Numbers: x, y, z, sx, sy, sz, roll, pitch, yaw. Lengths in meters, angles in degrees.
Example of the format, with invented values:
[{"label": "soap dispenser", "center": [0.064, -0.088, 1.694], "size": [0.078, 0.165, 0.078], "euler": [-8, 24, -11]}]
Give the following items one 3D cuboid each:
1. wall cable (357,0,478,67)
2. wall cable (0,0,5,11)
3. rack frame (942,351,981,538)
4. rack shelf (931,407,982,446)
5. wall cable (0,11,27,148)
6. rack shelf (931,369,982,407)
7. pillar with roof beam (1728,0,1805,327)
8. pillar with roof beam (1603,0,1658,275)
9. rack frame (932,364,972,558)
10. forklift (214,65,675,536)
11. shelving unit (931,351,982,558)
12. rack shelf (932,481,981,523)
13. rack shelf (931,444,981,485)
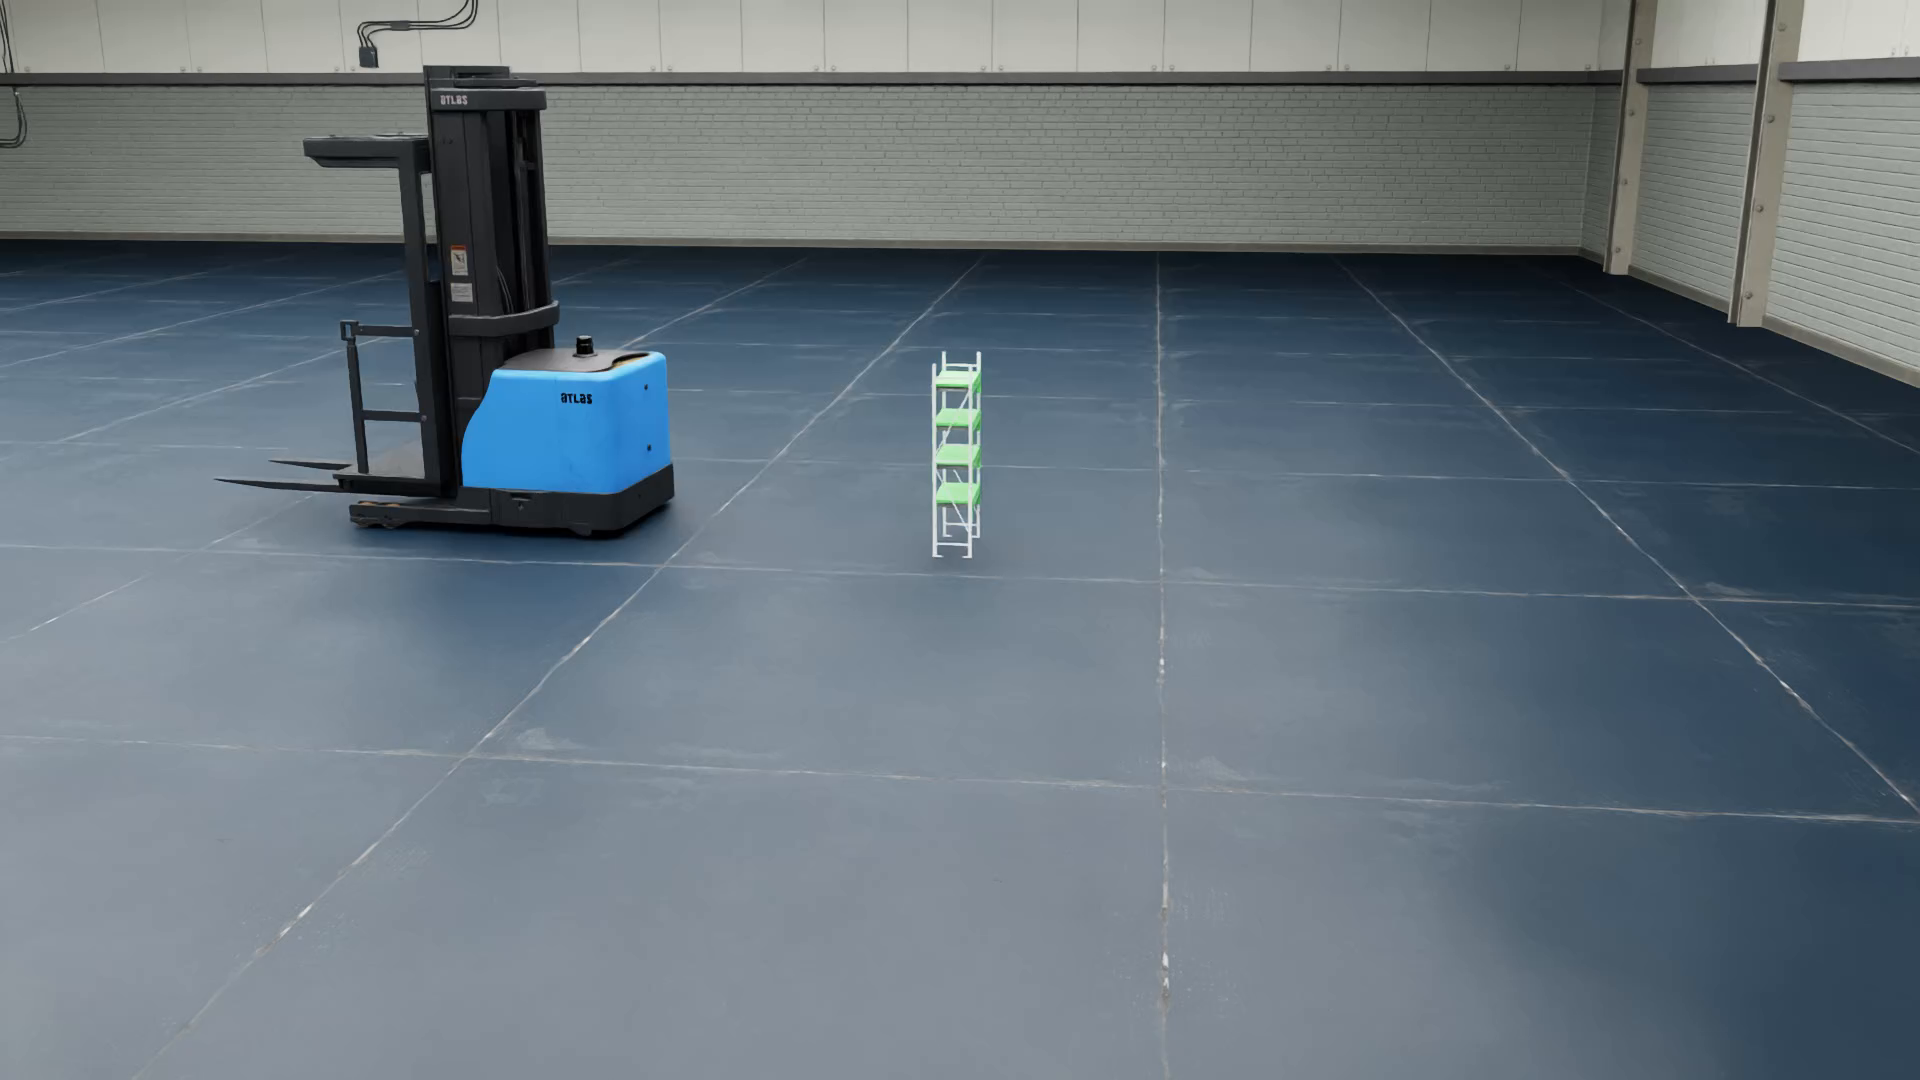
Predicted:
[{"label": "wall cable", "center": [-9.871, -11.564, 29.672], "size": [2.305, 6.003, 0.169], "euler": [2, 15, 6]}, {"label": "wall cable", "center": [-16.614, -11.065, 30.617], "size": [3.097, 2.526, 0.112], "euler": [2, 15, 6]}, {"label": "rack frame", "center": [0.009, -0.600, 10.581], "size": [0.240, 1.200, 0.015], "euler": [2, 15, 6]}, {"label": "rack shelf", "center": [-0.019, -0.706, 10.301], "size": [0.258, 0.148, 0.480], "euler": [2, 15, 6]}, {"label": "wall cable", "center": [-19.302, -8.707, 31.571], "size": [3.097, 2.526, 0.112], "euler": [2, 15, 6]}, {"label": "rack shelf", "center": [-0.019, -0.938, 10.238], "size": [0.258, 0.148, 0.480], "euler": [2, 15, 6]}, {"label": "pillar with roof beam", "center": [5.396, -7.123, 19.766], "size": [9.100, 9.000, 0.400], "euler": [2, 15, 6]}, {"label": "pillar with roof beam", "center": [6.073, -8.680, 25.521], "size": [9.100, 9.000, 0.400], "euler": [2, 15, 6]}, {"label": "rack frame", "center": [-0.046, -0.473, 10.113], "size": [0.240, 1.200, 0.015], "euler": [2, 15, 6]}, {"label": "forklift", "center": [-3.546, -1.618, 11.031], "size": [3.031, 2.935, 1.130], "euler": [3, 15, 12]}, {"label": "shelving unit", "center": [-0.019, -0.536, 10.347], "size": [0.258, 1.200, 0.503], "euler": [2, 15, 6]}, {"label": "rack shelf", "center": [-0.019, -0.243, 10.426], "size": [0.258, 0.148, 0.480], "euler": [2, 15, 6]}, {"label": "rack shelf", "center": [-0.019, -0.475, 10.363], "size": [0.258, 0.148, 0.480], "euler": [2, 15, 6]}]
